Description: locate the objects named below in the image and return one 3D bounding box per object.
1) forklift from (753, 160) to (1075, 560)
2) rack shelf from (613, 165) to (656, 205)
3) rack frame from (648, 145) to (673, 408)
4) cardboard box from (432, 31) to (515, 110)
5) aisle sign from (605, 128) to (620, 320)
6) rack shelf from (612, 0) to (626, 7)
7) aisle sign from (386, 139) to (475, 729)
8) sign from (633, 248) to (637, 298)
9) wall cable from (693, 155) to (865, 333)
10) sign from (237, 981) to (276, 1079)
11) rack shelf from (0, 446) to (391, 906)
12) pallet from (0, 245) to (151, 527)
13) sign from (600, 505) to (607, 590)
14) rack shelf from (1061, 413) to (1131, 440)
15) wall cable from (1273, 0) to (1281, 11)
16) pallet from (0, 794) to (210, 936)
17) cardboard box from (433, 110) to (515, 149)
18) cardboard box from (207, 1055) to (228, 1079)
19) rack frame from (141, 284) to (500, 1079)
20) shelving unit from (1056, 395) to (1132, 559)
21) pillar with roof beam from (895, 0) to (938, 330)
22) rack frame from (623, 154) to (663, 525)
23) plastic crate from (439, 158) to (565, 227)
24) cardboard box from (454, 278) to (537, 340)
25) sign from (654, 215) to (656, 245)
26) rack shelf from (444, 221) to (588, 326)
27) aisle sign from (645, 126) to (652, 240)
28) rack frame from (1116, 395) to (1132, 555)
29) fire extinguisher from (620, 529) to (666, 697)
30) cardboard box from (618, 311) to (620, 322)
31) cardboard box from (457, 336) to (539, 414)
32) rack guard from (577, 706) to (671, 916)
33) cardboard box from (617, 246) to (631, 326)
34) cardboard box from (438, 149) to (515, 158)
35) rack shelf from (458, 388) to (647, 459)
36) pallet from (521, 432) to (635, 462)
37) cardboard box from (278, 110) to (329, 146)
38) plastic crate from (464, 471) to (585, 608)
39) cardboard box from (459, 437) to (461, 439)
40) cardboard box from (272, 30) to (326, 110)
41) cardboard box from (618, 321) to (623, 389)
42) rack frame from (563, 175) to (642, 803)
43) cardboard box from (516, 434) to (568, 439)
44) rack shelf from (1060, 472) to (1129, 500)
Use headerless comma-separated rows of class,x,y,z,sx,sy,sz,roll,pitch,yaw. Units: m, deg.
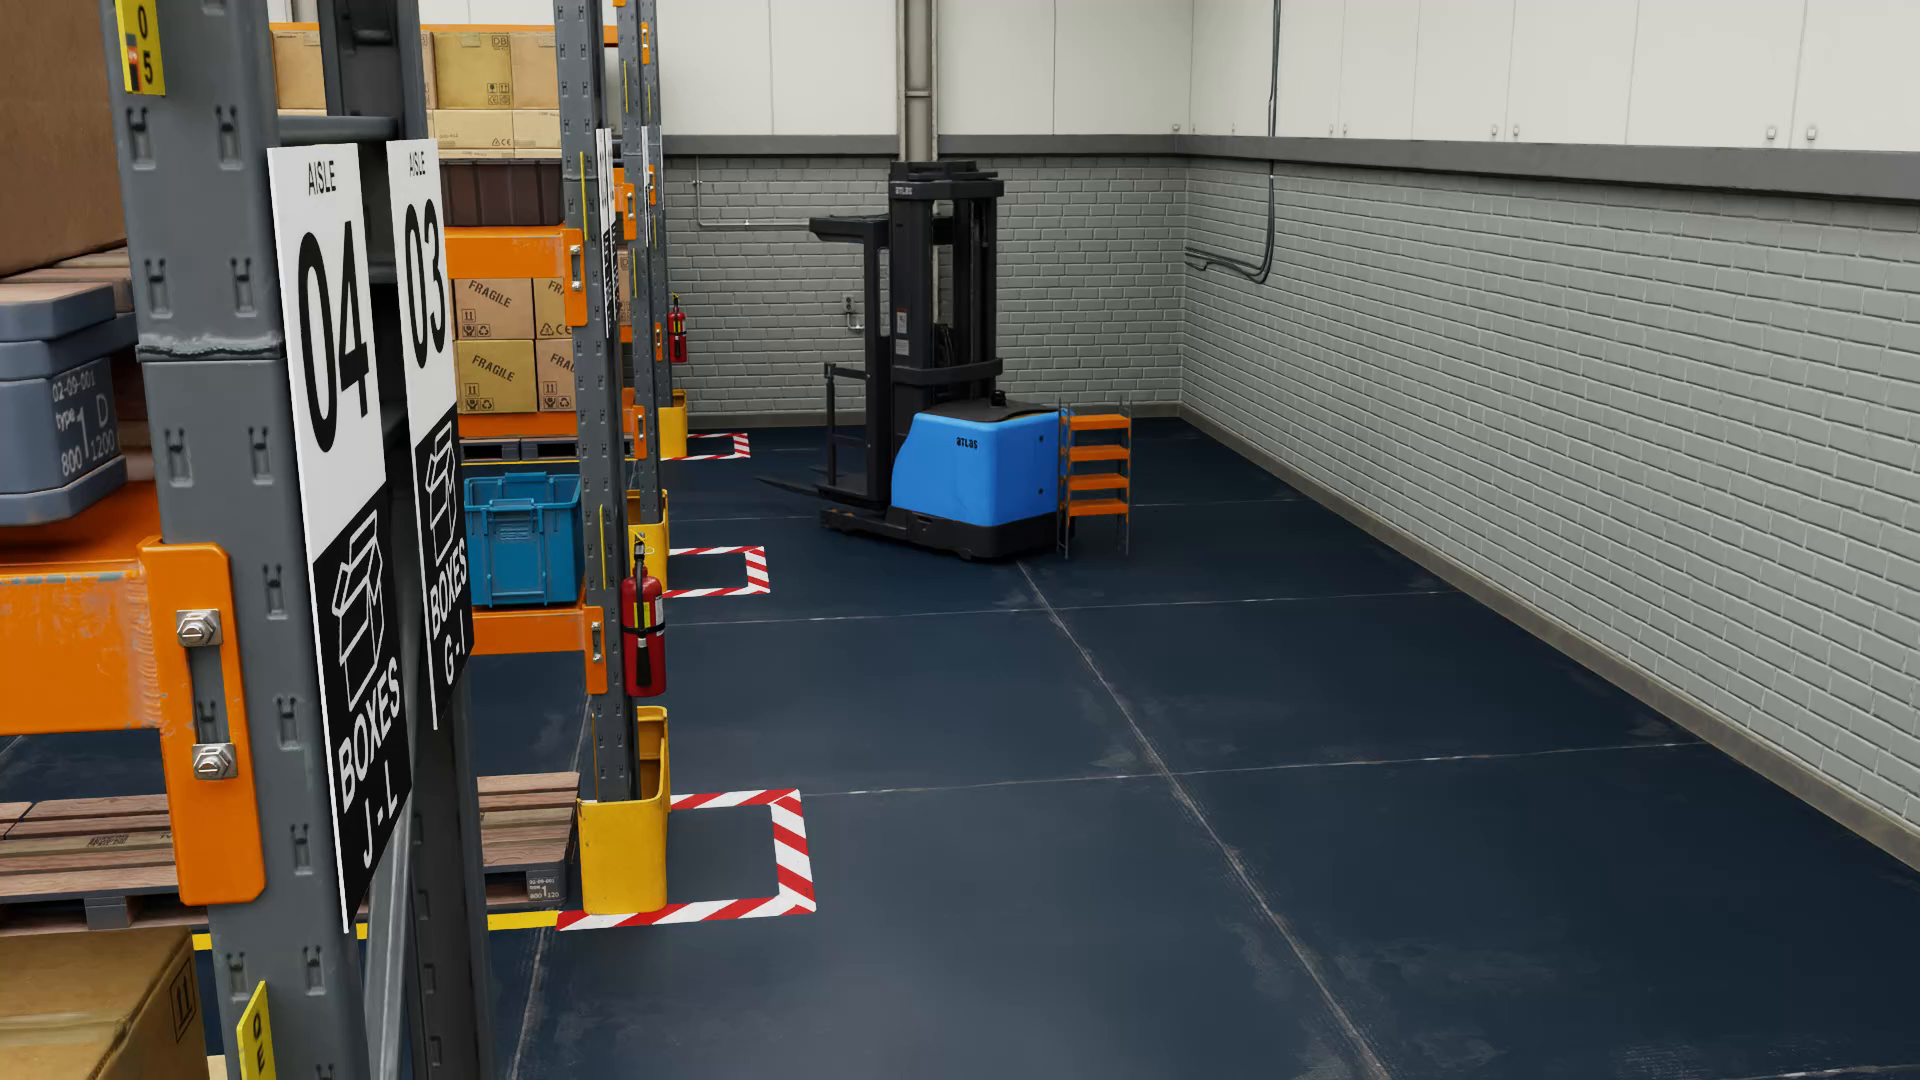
forklift,-0.500,-1.556,13.402,3.031,2.935,1.130,13,19,43
rack shelf,-4.969,-3.441,16.087,4.000,0.370,1.077,-2,14,-8
rack frame,-2.992,-2.407,16.654,0.127,3.000,1.000,-2,14,-8
cardboard box,-3.263,-3.184,11.323,0.500,0.500,0.700,-2,14,-8
aisle sign,-1.489,-1.359,7.131,0.004,0.787,0.394,-2,14,-8
rack shelf,-4.228,-3.703,10.972,4.000,0.370,1.077,-2,14,-8
aisle sign,-0.751,-0.168,2.383,0.004,0.787,0.394,-2,14,-8
sign,-2.187,-1.796,11.189,0.005,0.325,0.100,-2,14,-8
wall cable,-1.866,-3.174,17.623,1.851,1.984,0.084,-2,14,-8
sign,-0.711,0.622,1.709,0.005,0.325,0.100,-2,14,-8
rack shelf,-2.756,0.134,1.835,4.000,0.370,1.077,-2,14,-8
pallet,-1.510,-0.215,1.930,1.213,0.211,1.003,-2,14,-8
sign,-1.418,0.028,6.606,0.005,0.325,0.100,-2,14,-8
rack shelf,1.019,-0.859,12.567,0.480,0.148,0.258,-4,15,-14
wall cable,3.058,-5.729,13.567,0.112,2.526,3.097,-2,14,-8
pallet,-3.541,1.392,7.236,1.213,0.211,1.003,-2,14,-8
cardboard box,-3.214,-2.742,11.104,0.500,0.250,0.500,-2,14,-8
cardboard box,-1.293,1.048,2.573,0.500,0.250,0.500,-2,14,-10
rack frame,-0.778,1.167,2.401,0.127,3.000,1.000,-2,14,-8
shelving unit,1.019,-0.478,12.662,0.503,1.200,0.258,-4,15,-14
pillar with roof beam,0.191,-4.587,13.015,0.400,9.000,9.100,-2,14,-8
rack frame,-2.250,-1.216,11.903,0.127,3.000,1.000,-2,14,-8
plastic crate,-1.938,-1.469,7.014,0.590,0.269,0.497,-2,14,-8
cardboard box,-3.149,-1.648,11.367,0.500,0.500,0.500,-2,14,-7
sign,-2.925,-2.953,15.962,0.005,0.325,0.100,-2,14,-8
rack shelf,-3.493,-1.058,6.585,4.000,0.370,1.077,-2,14,-8
aisle sign,-2.226,-2.550,11.878,0.004,0.787,0.394,-2,14,-8
rack frame,1.255,-0.493,12.722,0.015,1.200,0.240,-4,15,-14
fire extinguisher,-1.299,0.298,6.792,0.183,0.674,0.296,-2,14,-8
cardboard box,-2.728,-1.797,11.958,0.500,0.500,0.500,-2,14,-7
cardboard box,-3.165,-1.163,11.487,0.500,0.500,0.500,-2,14,-8
rack guard,-1.494,1.184,7.472,0.348,0.500,1.175,-2,14,-8
cardboard box,-3.494,-2.532,16.534,0.700,0.700,0.980,-1,14,-6
cardboard box,-3.215,-2.500,11.168,0.500,0.250,0.500,-2,14,-8
rack shelf,-4.228,-0.794,11.702,4.000,0.370,1.077,-2,14,-8
pallet,-3.771,-1.007,16.802,1.213,0.211,1.003,-2,14,-8
cardboard box,-4.203,-2.705,10.957,0.500,0.250,0.500,-2,14,-8
plastic crate,-1.819,-0.013,6.912,0.499,0.435,0.616,-2,14,-8
cardboard box,-5.187,-1.291,16.480,0.500,0.500,0.700,-2,14,-7
cardboard box,-4.249,-3.144,11.166,0.500,0.500,0.700,-2,14,-8
cardboard box,-2.728,-1.312,12.080,0.500,0.500,0.500,-2,14,-7
rack frame,-1.516,-0.024,7.152,0.127,3.000,1.000,-2,14,-8
cardboard box,-4.164,-1.331,16.637,0.500,0.500,0.700,-2,14,-8
rack shelf,1.019,-0.413,12.679,0.480,0.148,0.258,-4,15,-14
